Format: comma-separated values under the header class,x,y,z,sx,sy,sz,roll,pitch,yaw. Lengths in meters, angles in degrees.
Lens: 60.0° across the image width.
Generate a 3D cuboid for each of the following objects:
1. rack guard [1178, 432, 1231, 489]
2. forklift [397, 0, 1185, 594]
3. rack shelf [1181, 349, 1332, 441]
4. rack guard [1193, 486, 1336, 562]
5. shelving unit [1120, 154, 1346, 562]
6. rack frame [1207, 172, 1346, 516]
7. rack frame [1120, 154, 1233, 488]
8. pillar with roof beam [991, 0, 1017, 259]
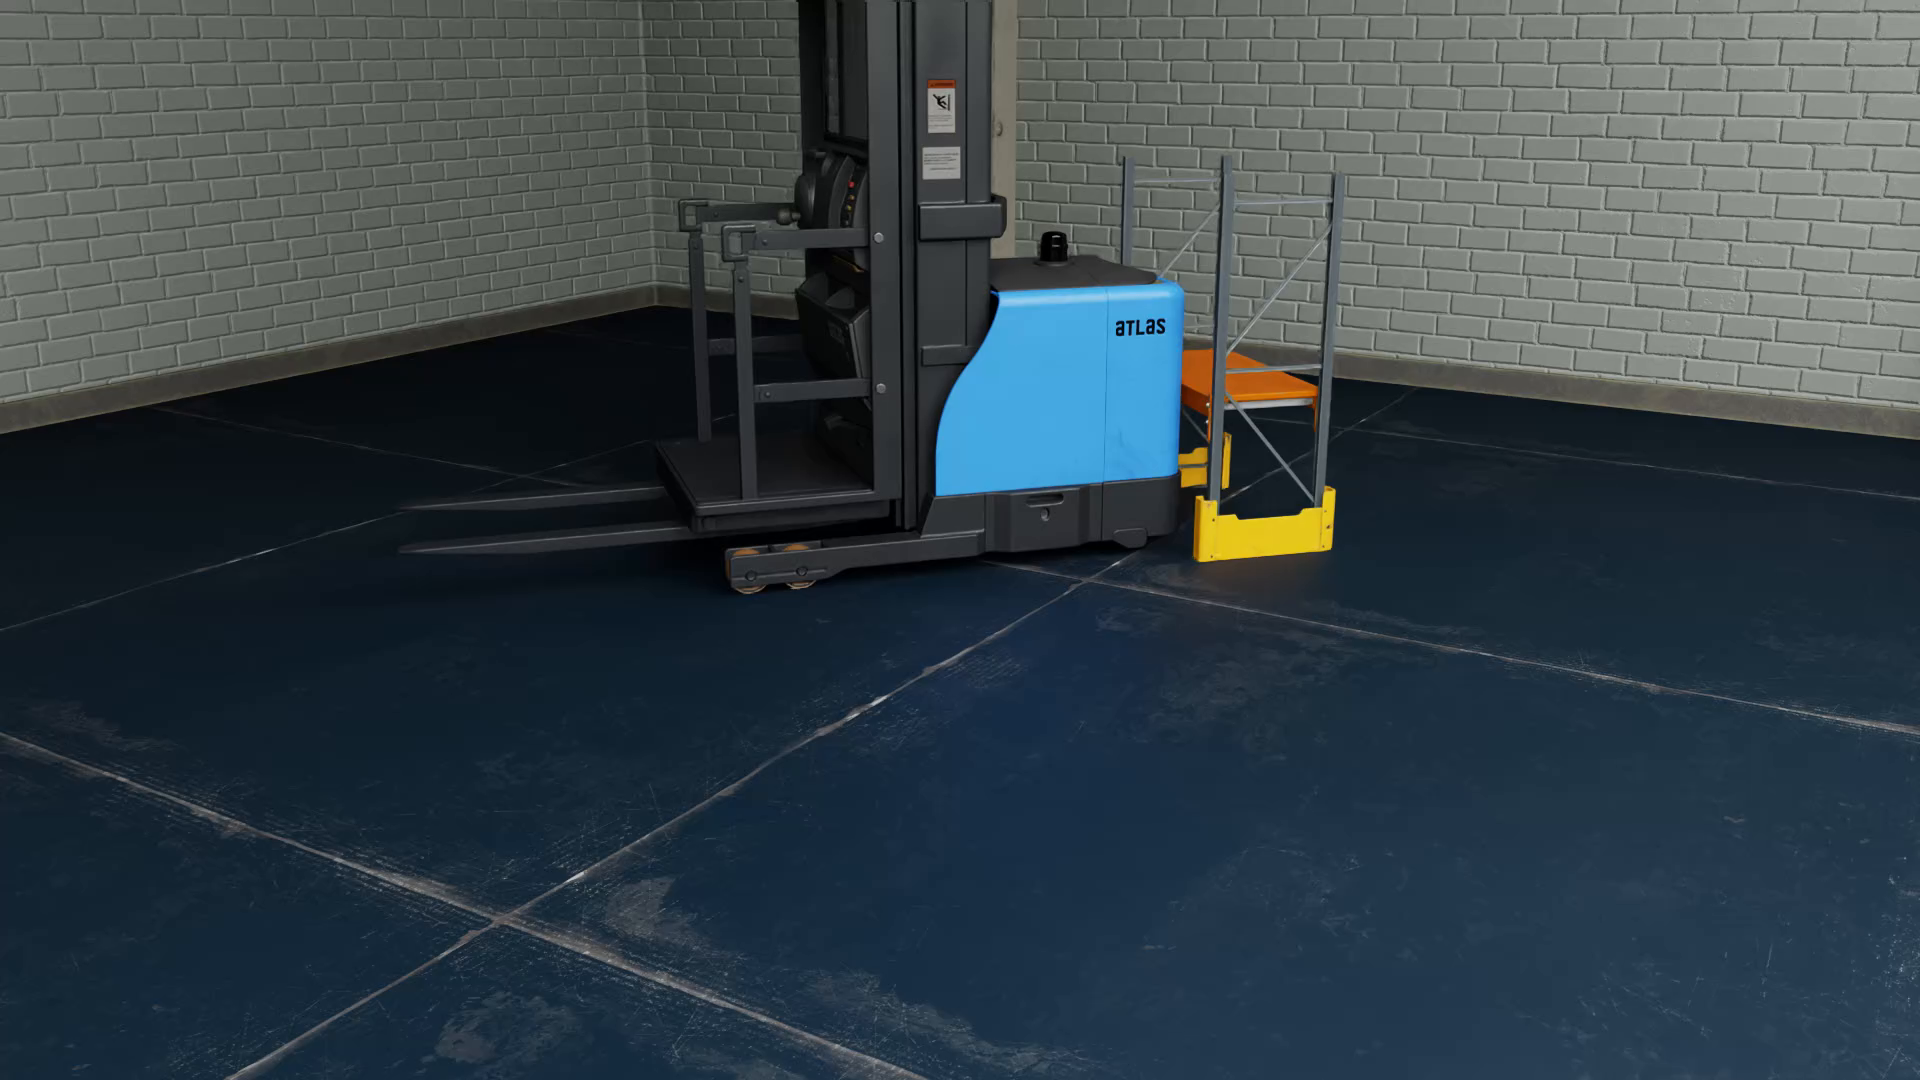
class,x,y,z,sx,sy,sz,roll,pitch,yaw
rack guard,0.951,-0.345,7.588,0.587,0.250,0.087,-5,18,-15
forklift,-0.680,-1.372,6.356,3.031,2.935,1.130,-5,18,-17
rack shelf,1.084,-0.635,7.009,0.538,0.185,1.000,-5,18,-15
rack guard,1.221,-0.067,6.671,0.587,0.250,0.087,-5,18,-15
shelving unit,1.086,-0.804,6.948,0.587,1.500,1.083,-5,18,-15
rack frame,1.222,-0.664,6.488,0.500,1.500,0.032,-5,18,-15
rack frame,0.946,-0.949,7.424,0.500,1.500,0.032,-5,18,-15
pillar with roof beam,-2.133,-4.577,6.465,0.400,9.000,9.100,10,20,30
